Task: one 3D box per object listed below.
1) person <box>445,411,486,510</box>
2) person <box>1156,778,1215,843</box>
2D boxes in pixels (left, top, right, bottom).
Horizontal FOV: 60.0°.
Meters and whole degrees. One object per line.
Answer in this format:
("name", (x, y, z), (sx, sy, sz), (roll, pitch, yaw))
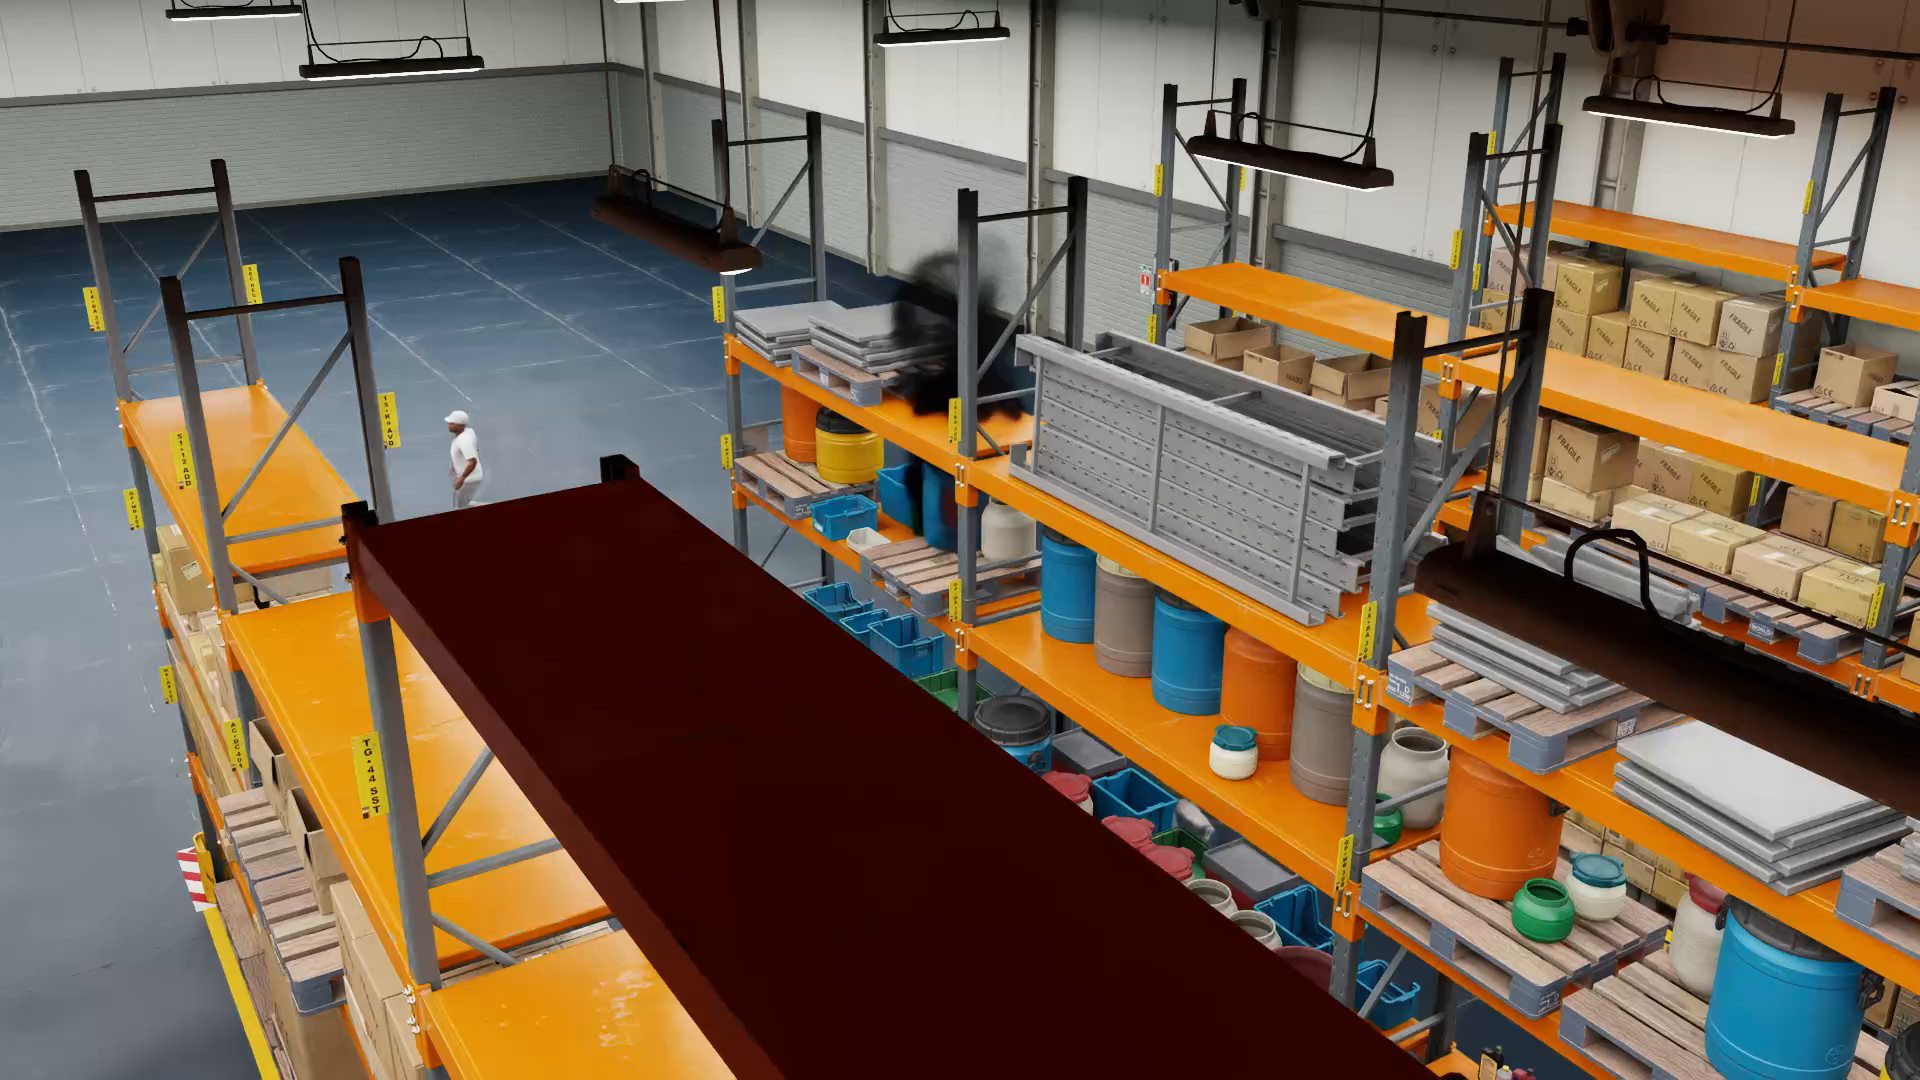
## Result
("person", (-6.194, -0.830, 21.184), (0.622, 1.713, 0.682), (-6, 23, -14))
("person", (1.905, 2.002, 14.232), (0.622, 1.619, 0.546), (-17, 27, -36))
